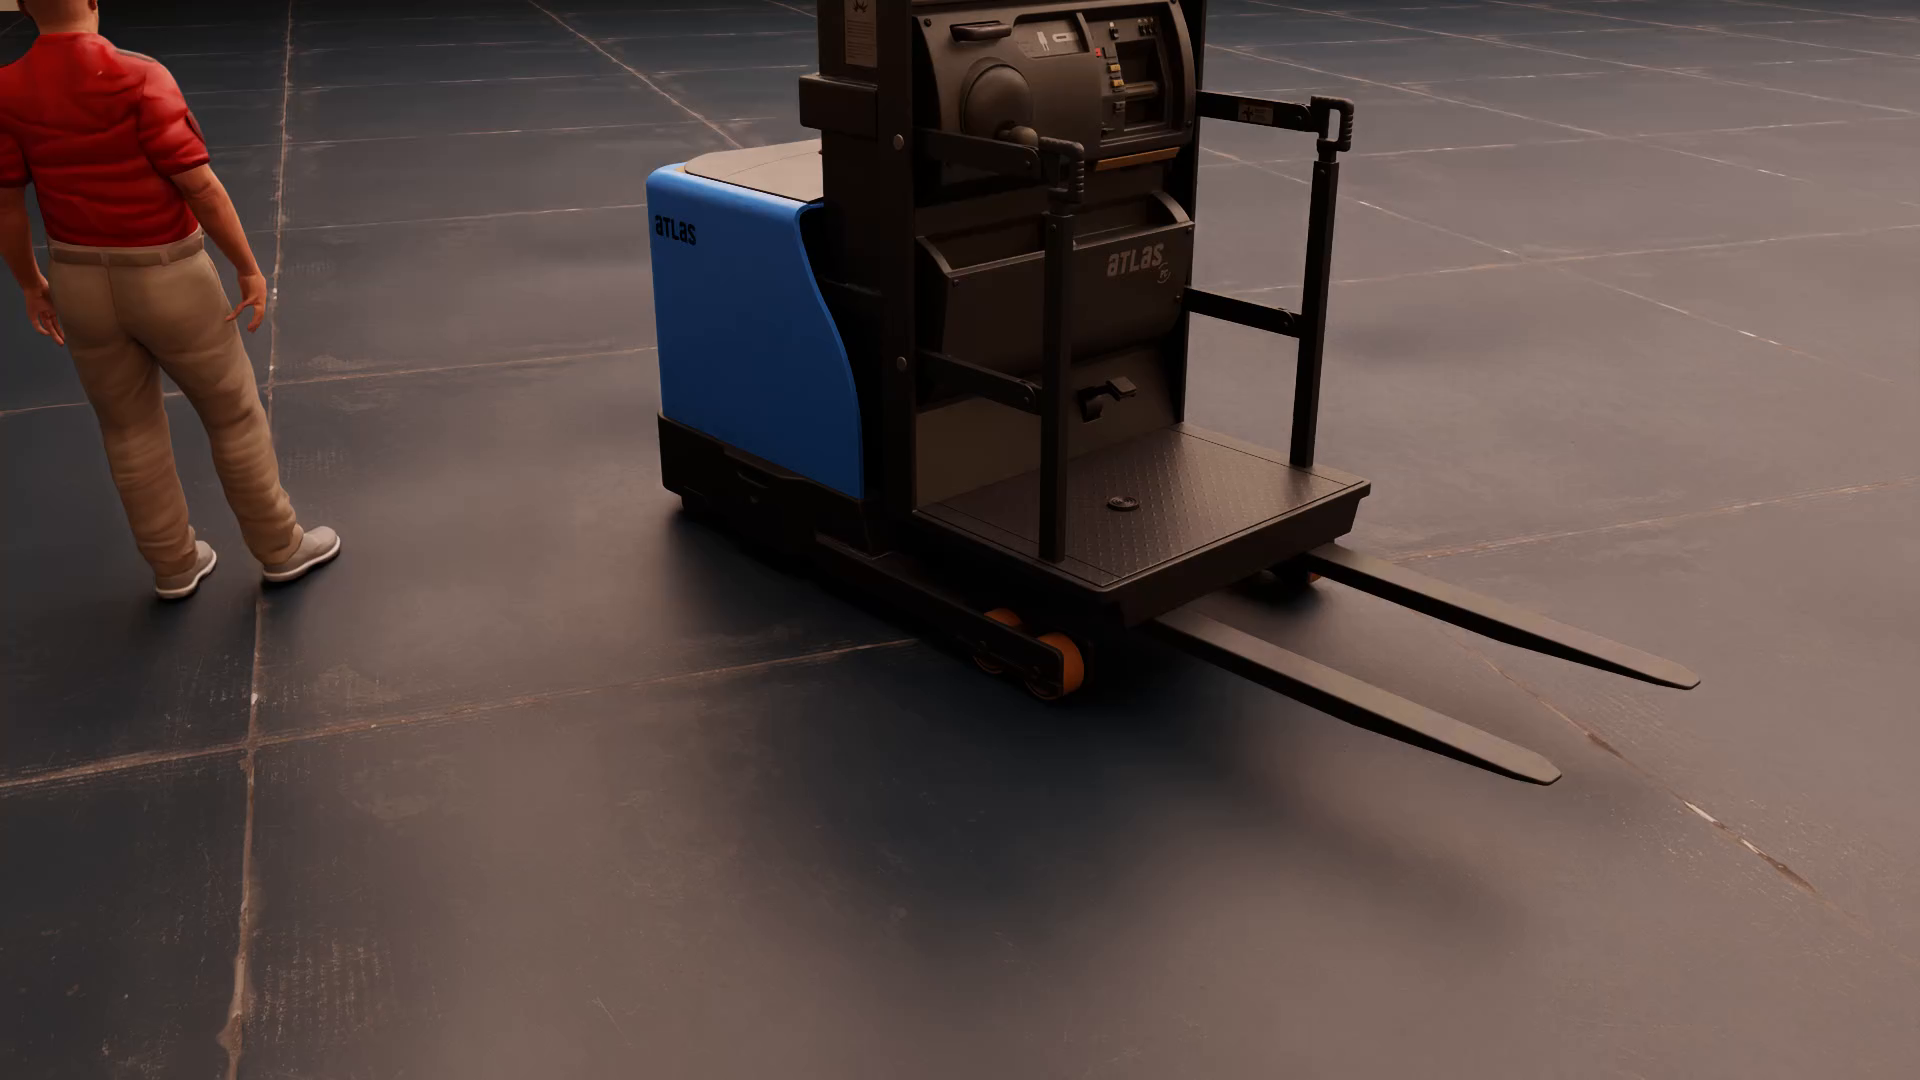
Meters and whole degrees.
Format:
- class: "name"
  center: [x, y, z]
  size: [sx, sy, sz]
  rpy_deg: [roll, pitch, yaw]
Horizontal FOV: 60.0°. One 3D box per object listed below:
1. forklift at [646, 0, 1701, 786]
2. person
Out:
- class: "forklift"
  center: [0.409, -1.176, 4.096]
  size: [1.130, 2.935, 3.031]
  rpy_deg: [-19, 30, -38]
- class: "person"
  center: [-2.167, -0.684, 4.462]
  size: [0.640, 1.730, 0.533]
  rpy_deg: [-1, 23, -2]
